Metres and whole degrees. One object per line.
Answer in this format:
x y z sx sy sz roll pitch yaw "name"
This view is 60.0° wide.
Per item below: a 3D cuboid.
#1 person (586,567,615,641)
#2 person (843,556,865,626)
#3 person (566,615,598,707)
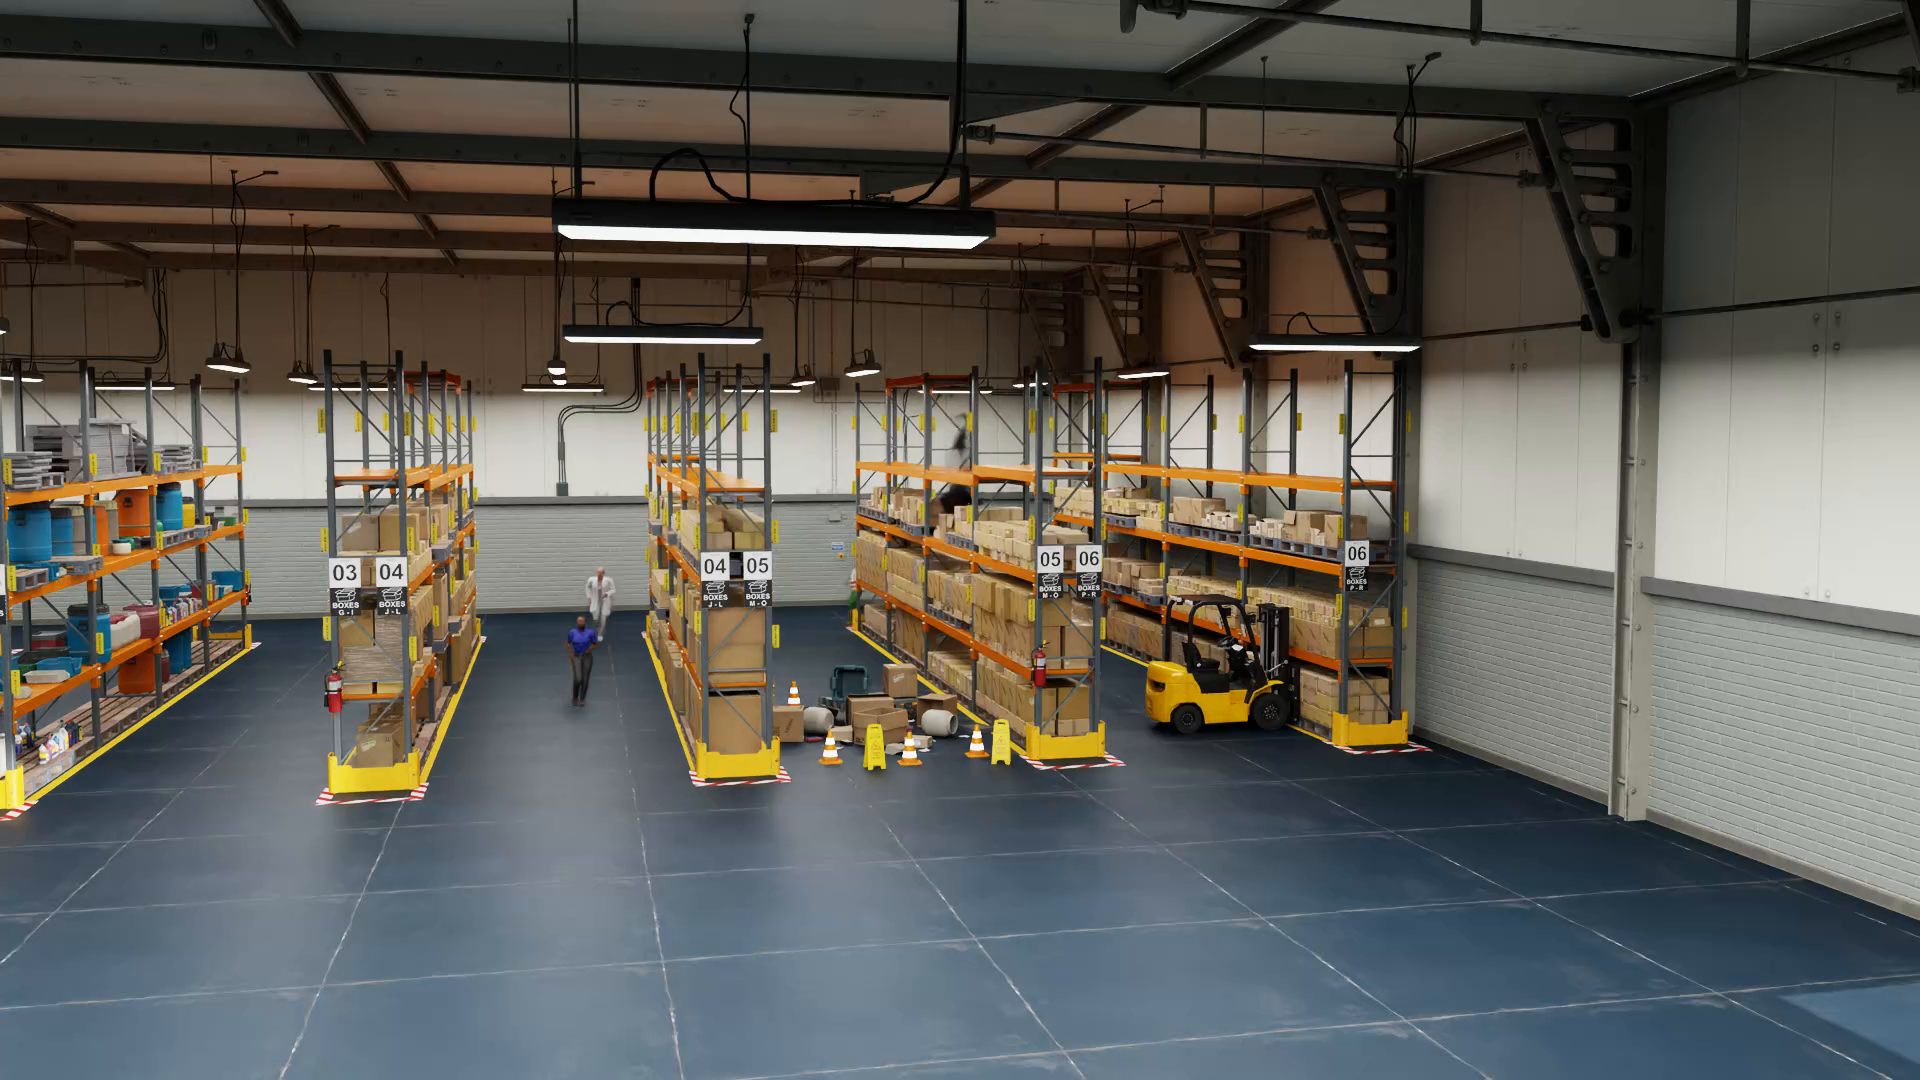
-8.253 1.479 38.191 0.675 1.715 0.730 -1 4 -11 "person"
-2.513 1.244 41.428 0.863 1.771 0.657 -1 4 -20 "person"
-6.666 2.145 29.362 0.555 1.633 0.632 -1 4 -14 "person"
